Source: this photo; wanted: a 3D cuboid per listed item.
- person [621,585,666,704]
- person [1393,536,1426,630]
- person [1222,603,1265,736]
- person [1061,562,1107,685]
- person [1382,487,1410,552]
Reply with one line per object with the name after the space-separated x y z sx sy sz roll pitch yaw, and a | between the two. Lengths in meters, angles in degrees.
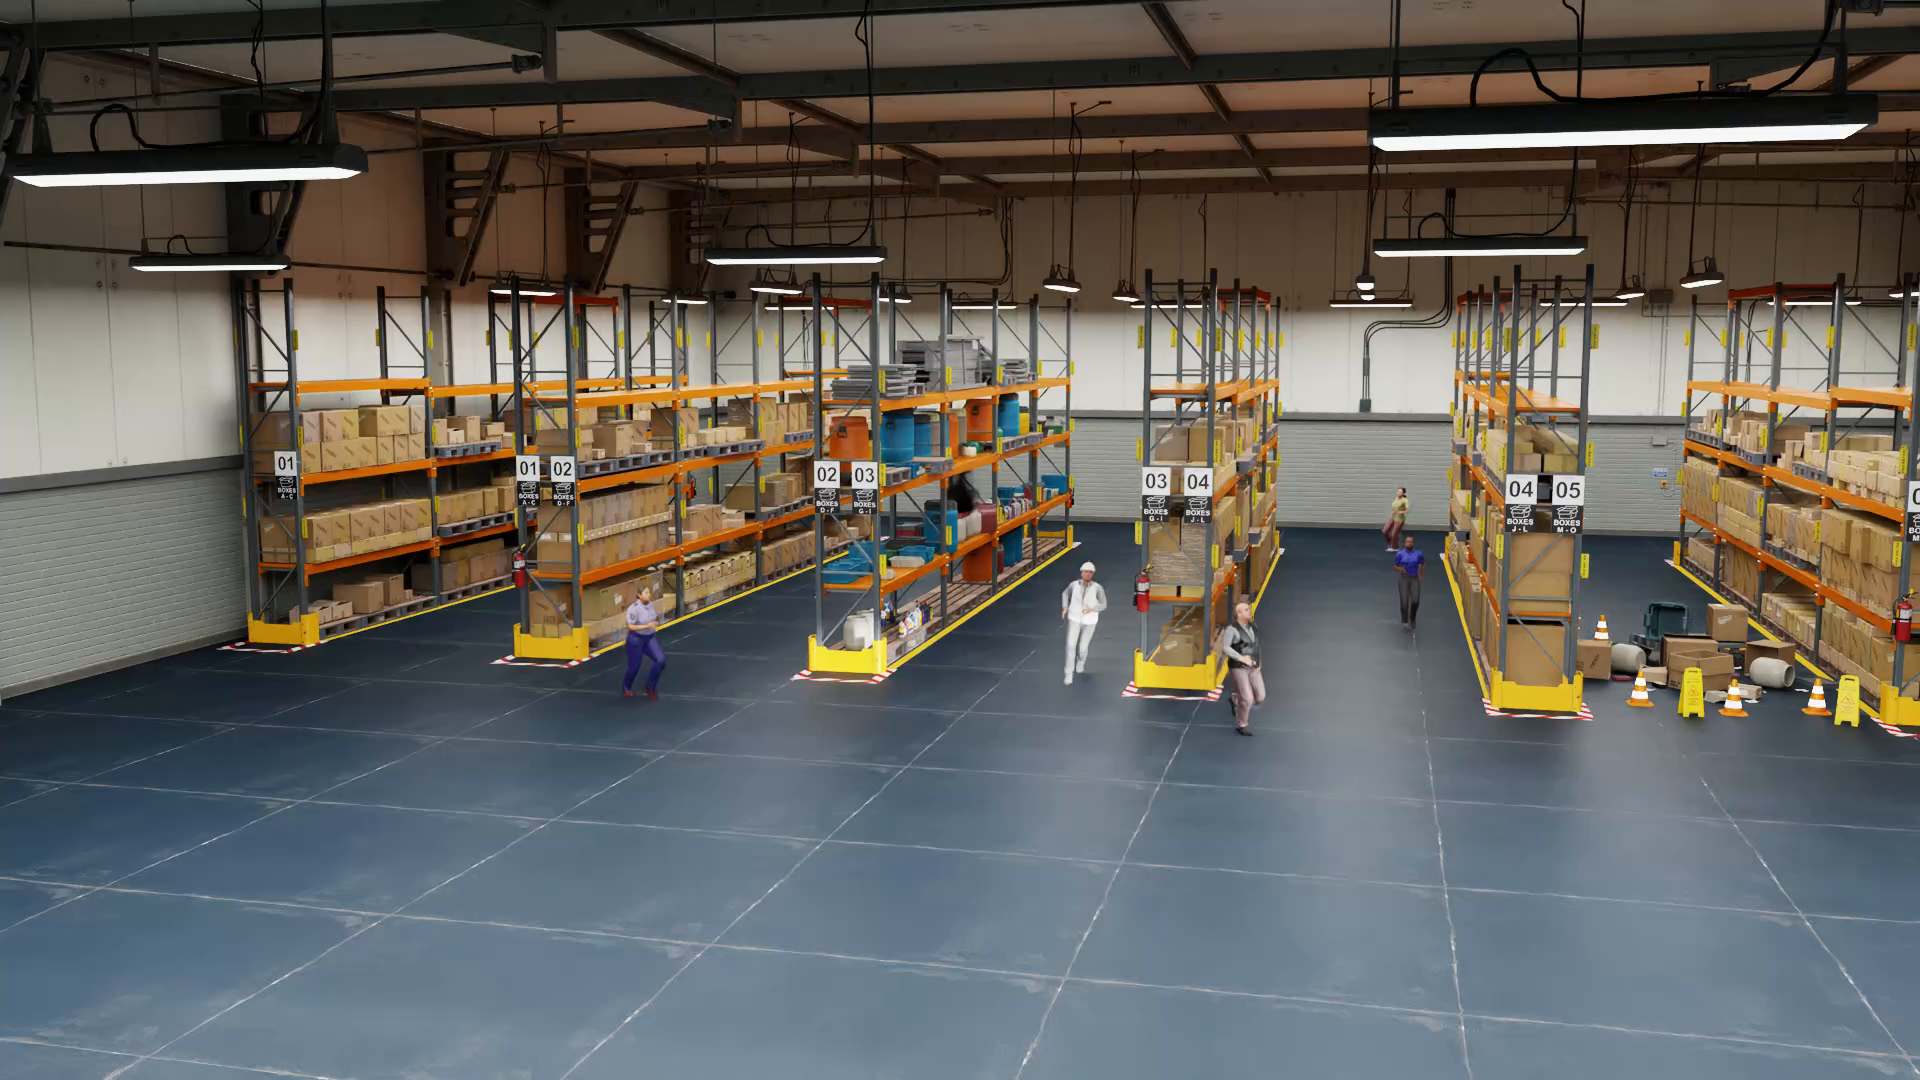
-4.421 1.444 23.064 0.806 1.645 0.628 5 9 36 | person
7.783 0.756 28.763 0.560 1.629 0.605 1 7 10 | person
3.614 1.638 21.245 0.691 1.686 0.609 -5 9 -38 | person
1.824 1.197 24.520 0.685 1.763 0.916 1 7 10 | person
10.306 -0.479 39.155 0.553 1.586 0.705 -5 8 -33 | person
